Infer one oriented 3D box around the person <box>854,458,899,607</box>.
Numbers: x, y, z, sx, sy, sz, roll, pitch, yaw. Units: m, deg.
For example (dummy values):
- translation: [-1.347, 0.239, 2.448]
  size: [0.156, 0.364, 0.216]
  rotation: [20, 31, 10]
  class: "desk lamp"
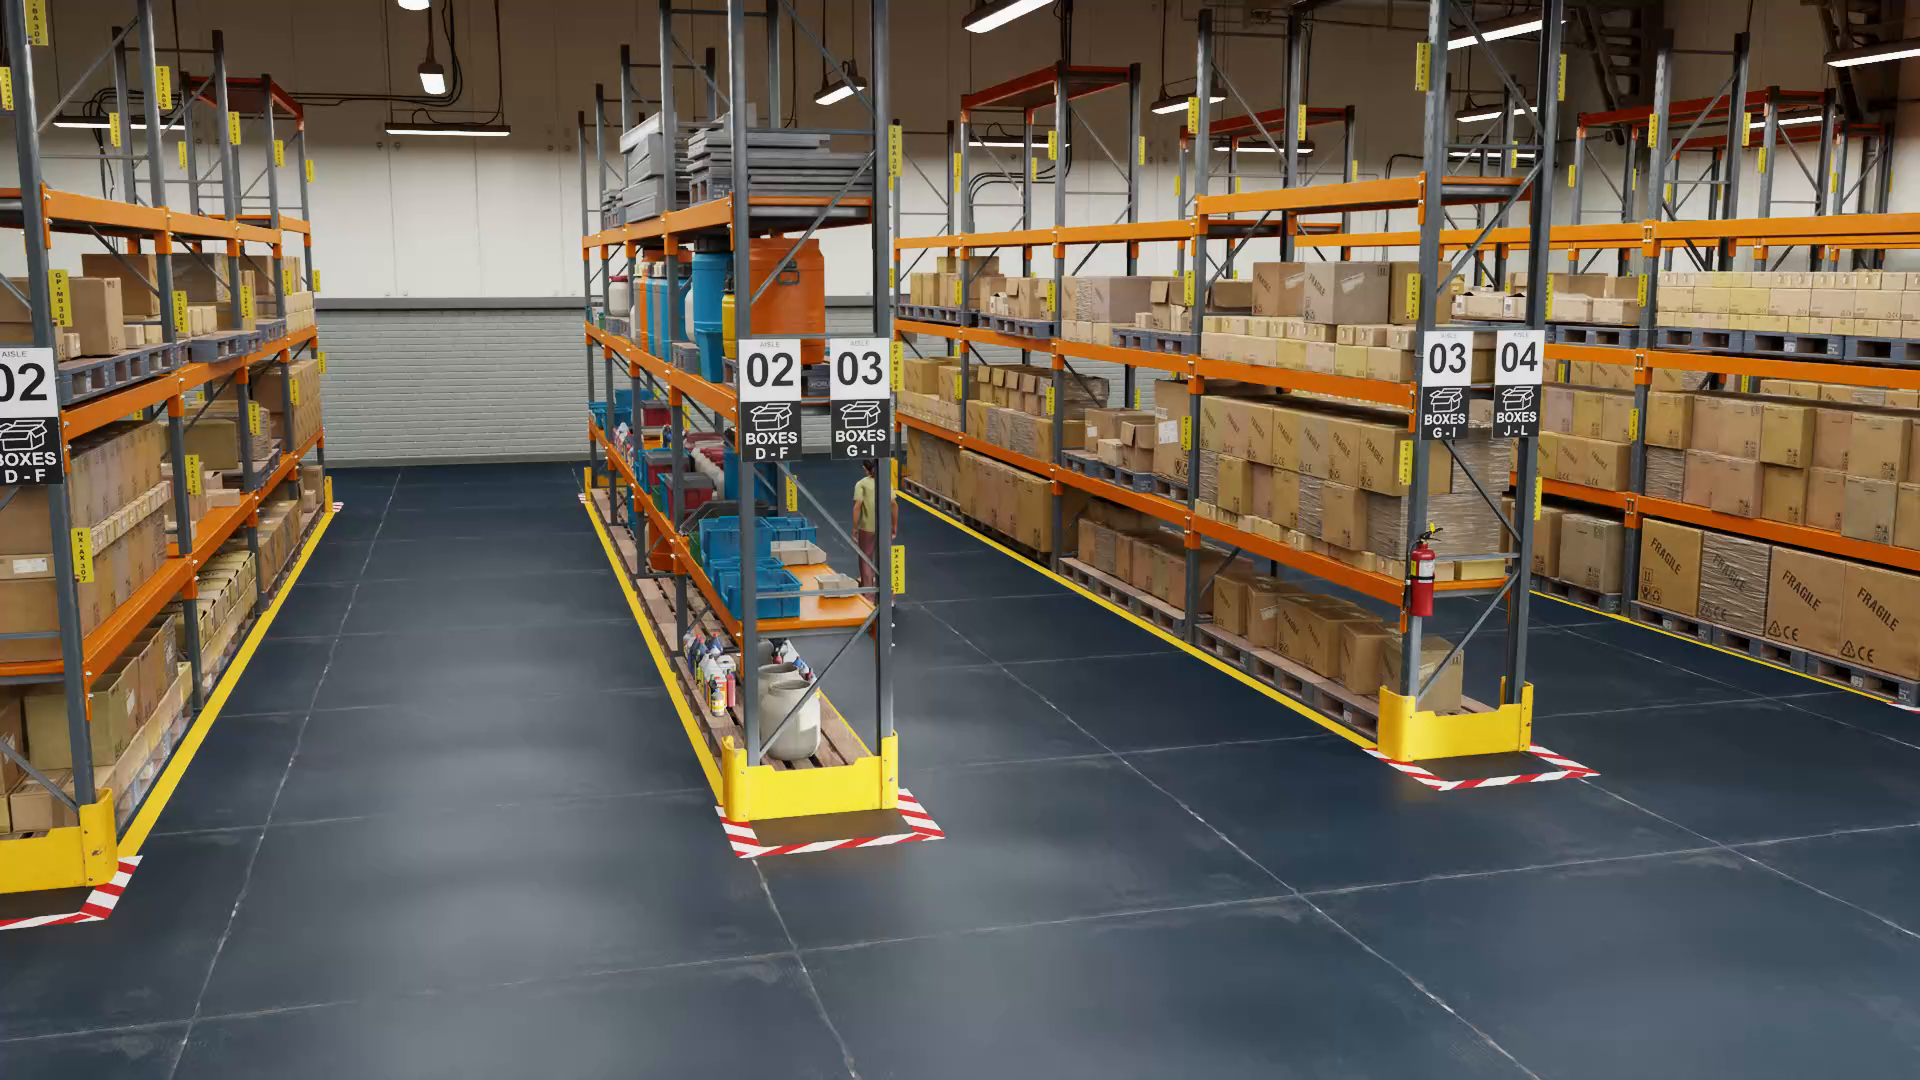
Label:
- translation: [-0.915, -0.102, 18.005]
  size: [0.498, 1.672, 0.360]
  rotation: [-3, 10, -16]
  class: "person"
